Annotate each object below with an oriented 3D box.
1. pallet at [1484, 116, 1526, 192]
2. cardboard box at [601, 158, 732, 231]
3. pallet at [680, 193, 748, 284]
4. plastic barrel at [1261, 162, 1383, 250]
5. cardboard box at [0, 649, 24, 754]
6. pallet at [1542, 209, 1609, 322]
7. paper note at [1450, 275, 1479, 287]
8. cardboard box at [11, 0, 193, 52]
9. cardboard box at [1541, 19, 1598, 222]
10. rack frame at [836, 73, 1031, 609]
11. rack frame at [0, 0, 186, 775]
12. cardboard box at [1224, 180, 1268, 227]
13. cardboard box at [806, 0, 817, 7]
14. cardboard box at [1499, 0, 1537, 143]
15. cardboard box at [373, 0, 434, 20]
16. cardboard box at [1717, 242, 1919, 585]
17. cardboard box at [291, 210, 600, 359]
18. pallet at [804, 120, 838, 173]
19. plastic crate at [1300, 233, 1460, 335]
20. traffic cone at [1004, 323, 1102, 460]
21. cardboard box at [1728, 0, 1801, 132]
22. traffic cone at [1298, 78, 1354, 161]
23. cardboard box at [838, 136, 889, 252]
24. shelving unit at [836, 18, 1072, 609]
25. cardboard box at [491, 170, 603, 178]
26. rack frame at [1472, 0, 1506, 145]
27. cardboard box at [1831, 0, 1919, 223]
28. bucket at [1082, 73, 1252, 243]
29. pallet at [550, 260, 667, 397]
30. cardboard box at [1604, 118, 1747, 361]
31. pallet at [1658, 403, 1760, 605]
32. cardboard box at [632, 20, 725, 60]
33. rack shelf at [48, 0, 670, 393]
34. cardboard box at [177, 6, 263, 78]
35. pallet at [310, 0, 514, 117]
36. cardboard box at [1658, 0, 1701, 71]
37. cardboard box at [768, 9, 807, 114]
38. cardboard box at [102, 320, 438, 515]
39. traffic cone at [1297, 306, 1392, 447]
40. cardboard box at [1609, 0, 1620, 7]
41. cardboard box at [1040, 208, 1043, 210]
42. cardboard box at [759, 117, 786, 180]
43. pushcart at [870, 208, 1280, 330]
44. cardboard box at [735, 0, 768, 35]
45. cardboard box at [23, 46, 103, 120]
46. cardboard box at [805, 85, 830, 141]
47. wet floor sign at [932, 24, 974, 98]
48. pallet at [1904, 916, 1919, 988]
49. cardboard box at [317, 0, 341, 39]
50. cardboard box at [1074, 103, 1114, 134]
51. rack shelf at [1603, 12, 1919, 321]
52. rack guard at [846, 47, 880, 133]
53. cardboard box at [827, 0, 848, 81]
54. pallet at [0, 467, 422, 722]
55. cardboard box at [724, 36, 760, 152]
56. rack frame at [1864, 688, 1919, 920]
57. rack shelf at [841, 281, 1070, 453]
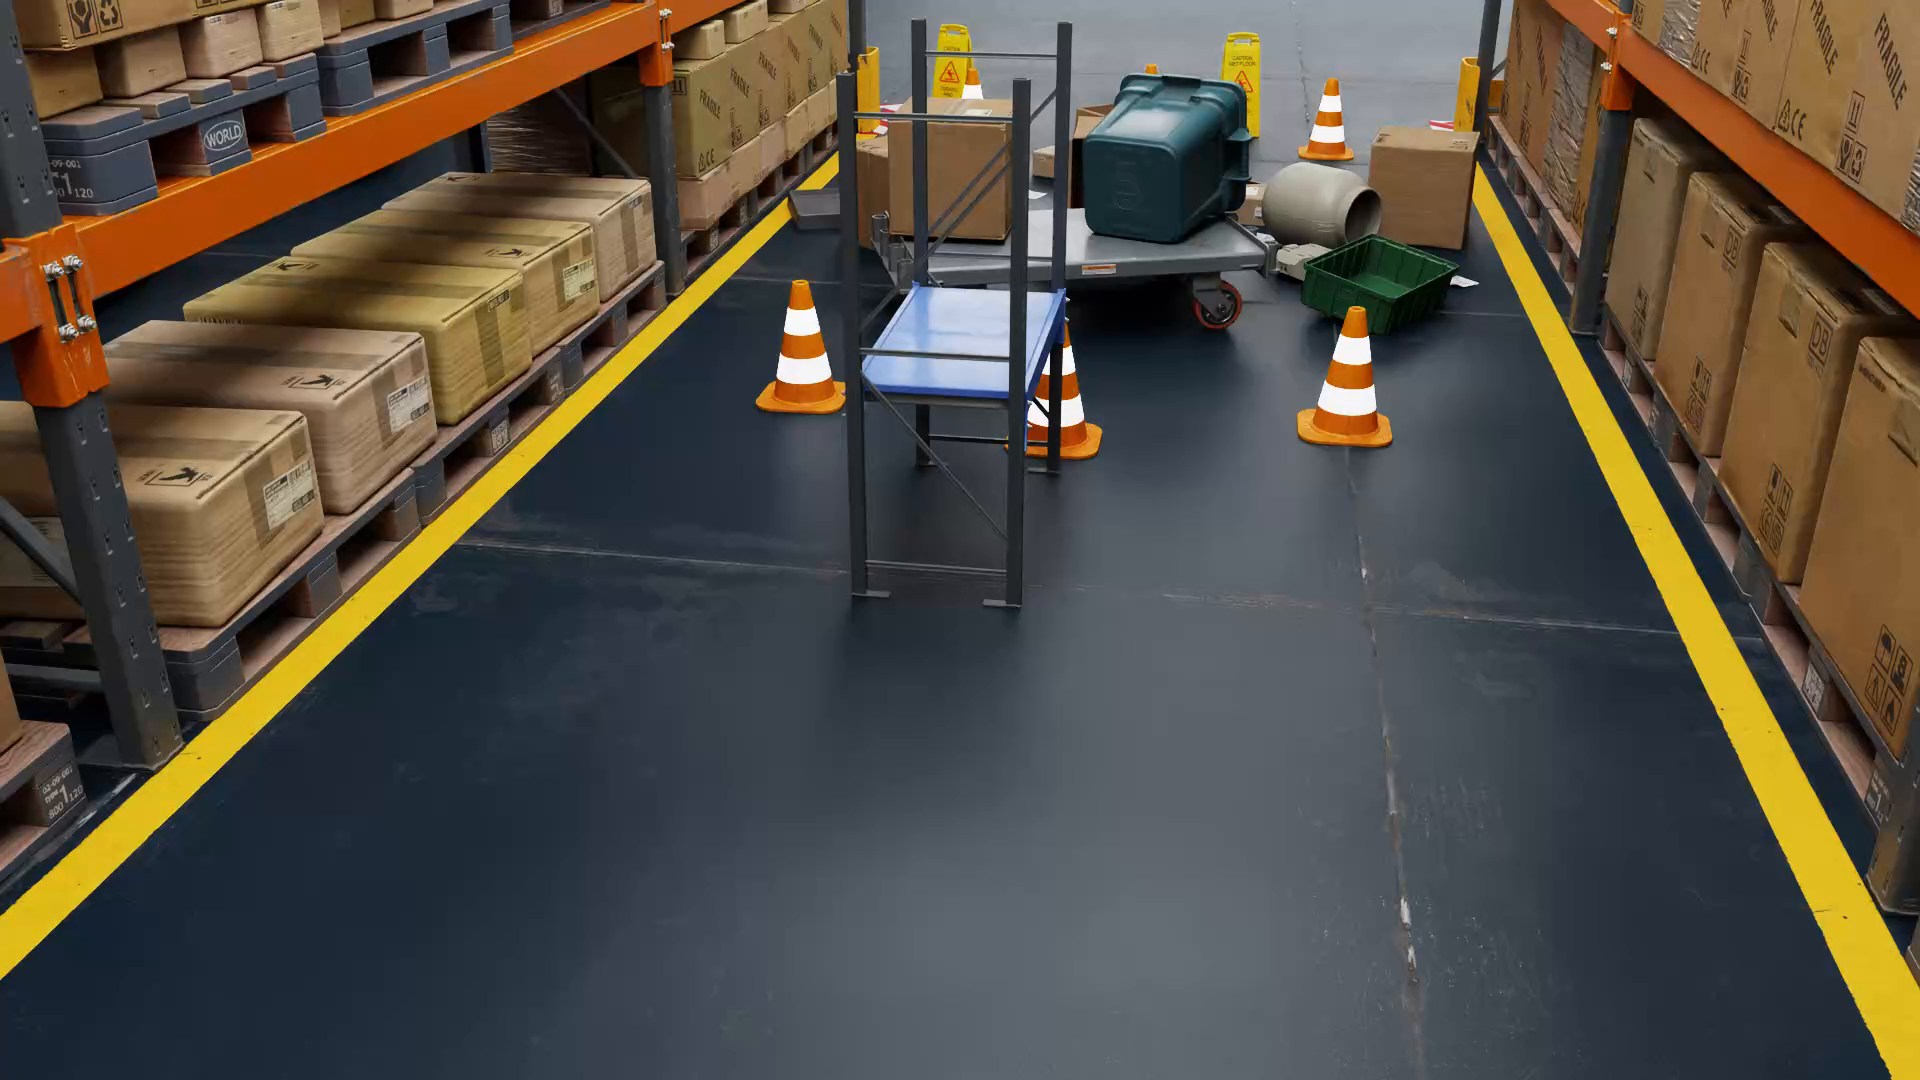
[{"bbox_3d":[3.721,-2.292,9.898,1.003,0.211,1.213,4,25,9],"label":"pallet"},{"bbox_3d":[-1.416,-1.696,8.082,0.500,0.250,0.500,3,25,6],"label":"cardboard box"},{"bbox_3d":[-1.704,-1.543,8.298,1.003,0.211,1.213,4,25,9],"label":"pallet"},{"bbox_3d":[1.793,-1.636,8.246,0.421,0.421,0.512,-20,32,-36],"label":"plastic barrel"},{"bbox_3d":[-2.627,0.205,3.284,0.875,0.875,0.875,4,25,8],"label":"cardboard box"},{"bbox_3d":[3.323,-1.272,7.718,1.003,0.211,1.213,4,25,9],"label":"pallet"},{"bbox_3d":[2.338,-1.222,7.823,0.147,0.020,0.142,-14,29,-27],"label":"paper note"},{"bbox_3d":[-2.131,-1.392,3.722,0.500,0.500,0.500,3,25,7],"label":"cardboard box"},{"bbox_3d":[3.437,-2.085,8.178,0.875,0.875,0.875,4,25,9],"label":"cardboard box"},{"bbox_3d":[-0.069,-0.502,4.554,0.500,1.500,0.032,4,25,9],"label":"rack frame"},{"bbox_3d":[-2.433,-0.850,3.527,1.000,3.000,0.127,4,25,9],"label":"rack frame"},{"bbox_3d":[1.585,-1.830,8.847,0.396,0.266,0.258,8,26,18],"label":"cardboard box"},{"bbox_3d":[-1.037,-3.158,9.556,0.380,0.149,0.250,4,25,9],"label":"cardboard box"},{"bbox_3d":[3.729,-2.835,9.779,0.875,0.875,0.875,4,25,9],"label":"cardboard box"},{"bbox_3d":[-1.884,-1.722,5.191,0.380,0.149,0.250,5,26,10],"label":"cardboard box"},{"bbox_3d":[2.795,-0.335,4.585,1.050,0.750,0.750,4,25,9],"label":"cardboard box"},{"bbox_3d":[-1.976,-1.002,6.458,0.950,0.372,0.625,6,26,12],"label":"cardboard box"},{"bbox_3d":[-1.305,-2.564,10.478,1.003,0.211,1.213,4,25,9],"label":"pallet"},{"bbox_3d":[1.857,-1.138,7.392,0.450,0.188,0.662,29,36,30],"label":"plastic crate"},{"bbox_3d":[0.339,-0.568,5.917,0.336,0.463,0.334,4,25,9],"label":"traffic cone"},{"bbox_3d":[2.520,-1.434,4.657,0.500,0.500,0.500,4,25,9],"label":"cardboard box"},{"bbox_3d":[2.287,-2.622,10.306,0.336,0.463,0.334,4,25,9],"label":"traffic cone"},{"bbox_3d":[-0.261,-1.746,8.387,0.500,0.500,0.500,-20,32,-36],"label":"cardboard box"},{"bbox_3d":[0.014,-0.715,5.008,0.538,1.500,1.048,4,25,9],"label":"shelving unit"},{"bbox_3d":[-1.947,-1.734,8.163,0.500,0.250,0.500,5,26,11],"label":"cardboard box"},{"bbox_3d":[3.775,-3.895,10.033,1.000,3.000,0.127,4,25,9],"label":"rack frame"},{"bbox_3d":[2.359,-1.010,3.751,0.500,0.500,0.500,4,25,9],"label":"cardboard box"},{"bbox_3d":[0.869,-1.645,7.293,0.726,0.611,0.620,13,38,26],"label":"bucket"},{"bbox_3d":[-1.905,-0.934,6.997,1.003,0.211,1.213,4,25,9],"label":"pallet"},{"bbox_3d":[3.108,-1.128,6.279,1.050,0.750,0.750,4,25,8],"label":"cardboard box"},{"bbox_3d":[2.872,-0.119,5.256,1.003,0.211,1.213,4,25,9],"label":"pallet"},{"bbox_3d":[-1.336,-2.377,7.889,0.380,0.149,0.250,4,25,9],"label":"cardboard box"},{"bbox_3d":[-2.106,-1.360,5.467,1.077,0.370,4.000,4,25,9],"label":"rack shelf"},{"bbox_3d":[-2.026,-1.276,4.240,0.380,0.149,0.250,2,25,5],"label":"cardboard box"},{"bbox_3d":[-2.149,-1.594,5.343,1.003,0.211,1.213,4,25,9],"label":"pallet"},{"bbox_3d":[2.688,-1.855,5.556,0.500,0.500,0.500,4,25,9],"label":"cardboard box"},{"bbox_3d":[-1.170,-2.698,9.339,0.500,0.500,0.500,3,25,7],"label":"cardboard box"},{"bbox_3d":[-2.218,-0.395,5.159,0.950,0.372,0.625,4,25,8],"label":"cardboard box"},{"bbox_3d":[1.412,-0.617,6.022,0.336,0.463,0.334,4,25,9],"label":"traffic cone"},{"bbox_3d":[3.170,-2.445,6.759,0.875,0.550,0.550,4,25,9],"label":"cardboard box"},{"bbox_3d":[0.472,-1.477,8.091,0.258,0.266,0.396,-14,29,-27],"label":"cardboard box"},{"bbox_3d":[-1.256,-2.142,9.036,0.500,0.250,0.500,4,25,8],"label":"cardboard box"},{"bbox_3d":[0.479,-1.198,7.364,1.648,0.377,0.936,-5,25,-10],"label":"pushcart"},{"bbox_3d":[-1.213,-2.705,8.589,0.380,0.149,0.250,5,26,12],"label":"cardboard box"},{"bbox_3d":[-2.196,-1.049,3.754,0.380,0.149,0.250,3,25,5],"label":"cardboard box"},{"bbox_3d":[-1.084,-2.568,9.946,0.500,0.250,0.500,4,25,9],"label":"cardboard box"},{"bbox_3d":[-0.038,-3.135,11.186,0.267,0.644,0.232,13,28,26],"label":"wet floor sign"},{"bbox_3d":[2.338,1.041,2.778,1.003,0.211,1.213,4,25,9],"label":"pallet"},{"bbox_3d":[-1.999,-1.496,4.709,0.380,0.149,0.250,6,26,12],"label":"cardboard box"},{"bbox_3d":[1.085,-2.155,9.260,0.797,0.503,0.637,-14,29,-27],"label":"cardboard box"},{"bbox_3d":[2.794,-1.060,4.824,1.077,0.370,4.000,4,25,9],"label":"rack shelf"},{"bbox_3d":[-1.138,-3.032,11.137,1.175,0.500,0.348,4,25,9],"label":"rack guard"},{"bbox_3d":[-0.999,-3.127,10.256,0.500,0.500,0.500,4,25,9],"label":"cardboard box"},{"bbox_3d":[-2.303,0.086,4.816,1.003,0.211,1.213,4,25,9],"label":"pallet"},{"bbox_3d":[-1.340,-2.260,8.404,0.500,0.500,0.500,5,26,11],"label":"cardboard box"},{"bbox_3d":[2.467,-0.549,2.885,1.000,3.000,0.127,4,25,9],"label":"rack frame"},{"bbox_3d":[0.014,-0.552,5.085,0.538,0.185,1.000,4,25,9],"label":"rack shelf"}]
